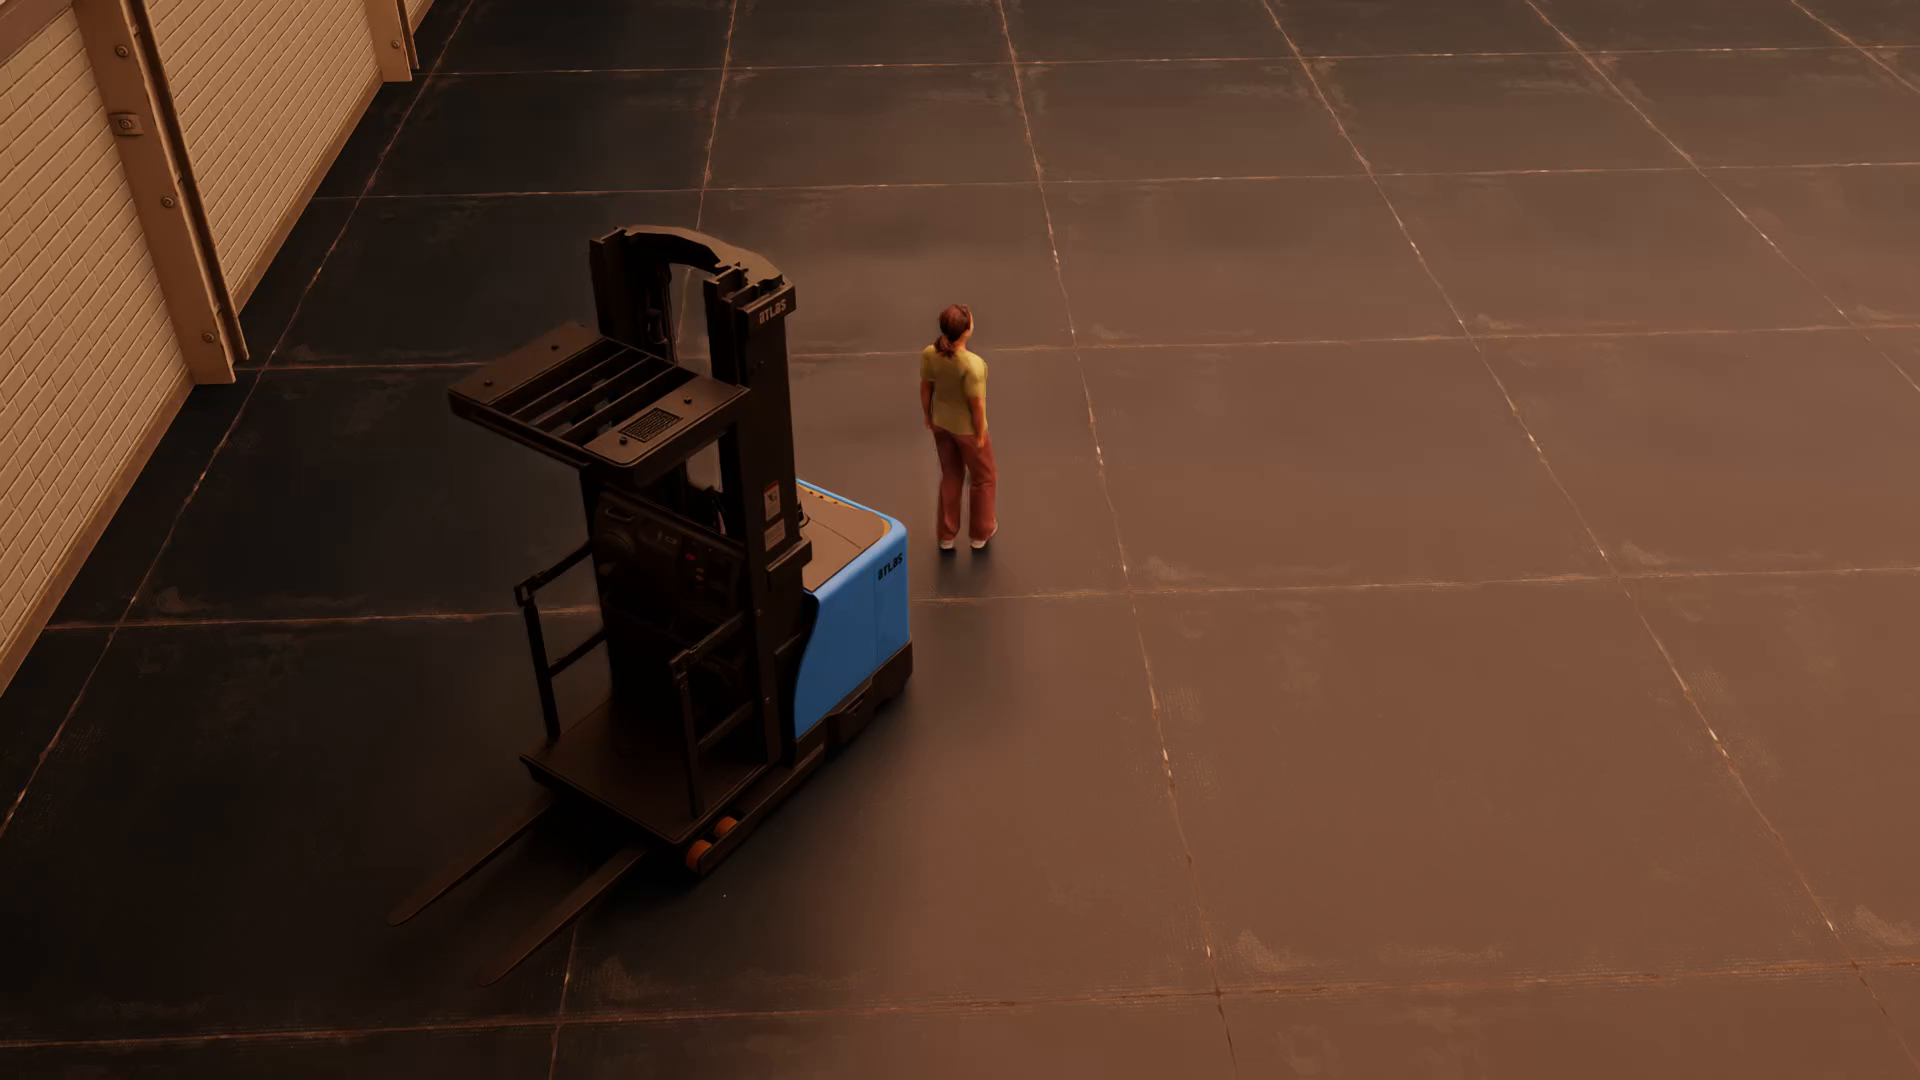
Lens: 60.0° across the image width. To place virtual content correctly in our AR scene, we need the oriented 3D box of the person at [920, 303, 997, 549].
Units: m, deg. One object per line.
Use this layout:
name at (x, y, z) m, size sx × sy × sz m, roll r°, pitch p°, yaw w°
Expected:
person at (0.007, -0.704, 10.060) m, size 0.466 × 1.665 × 0.451 m, roll 23°, pitch 42°, yaw 29°

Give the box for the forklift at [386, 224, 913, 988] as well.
forklift at (-1.522, 0.143, 7.815) m, size 1.130 × 2.935 × 3.031 m, roll 22°, pitch 42°, yaw 28°
